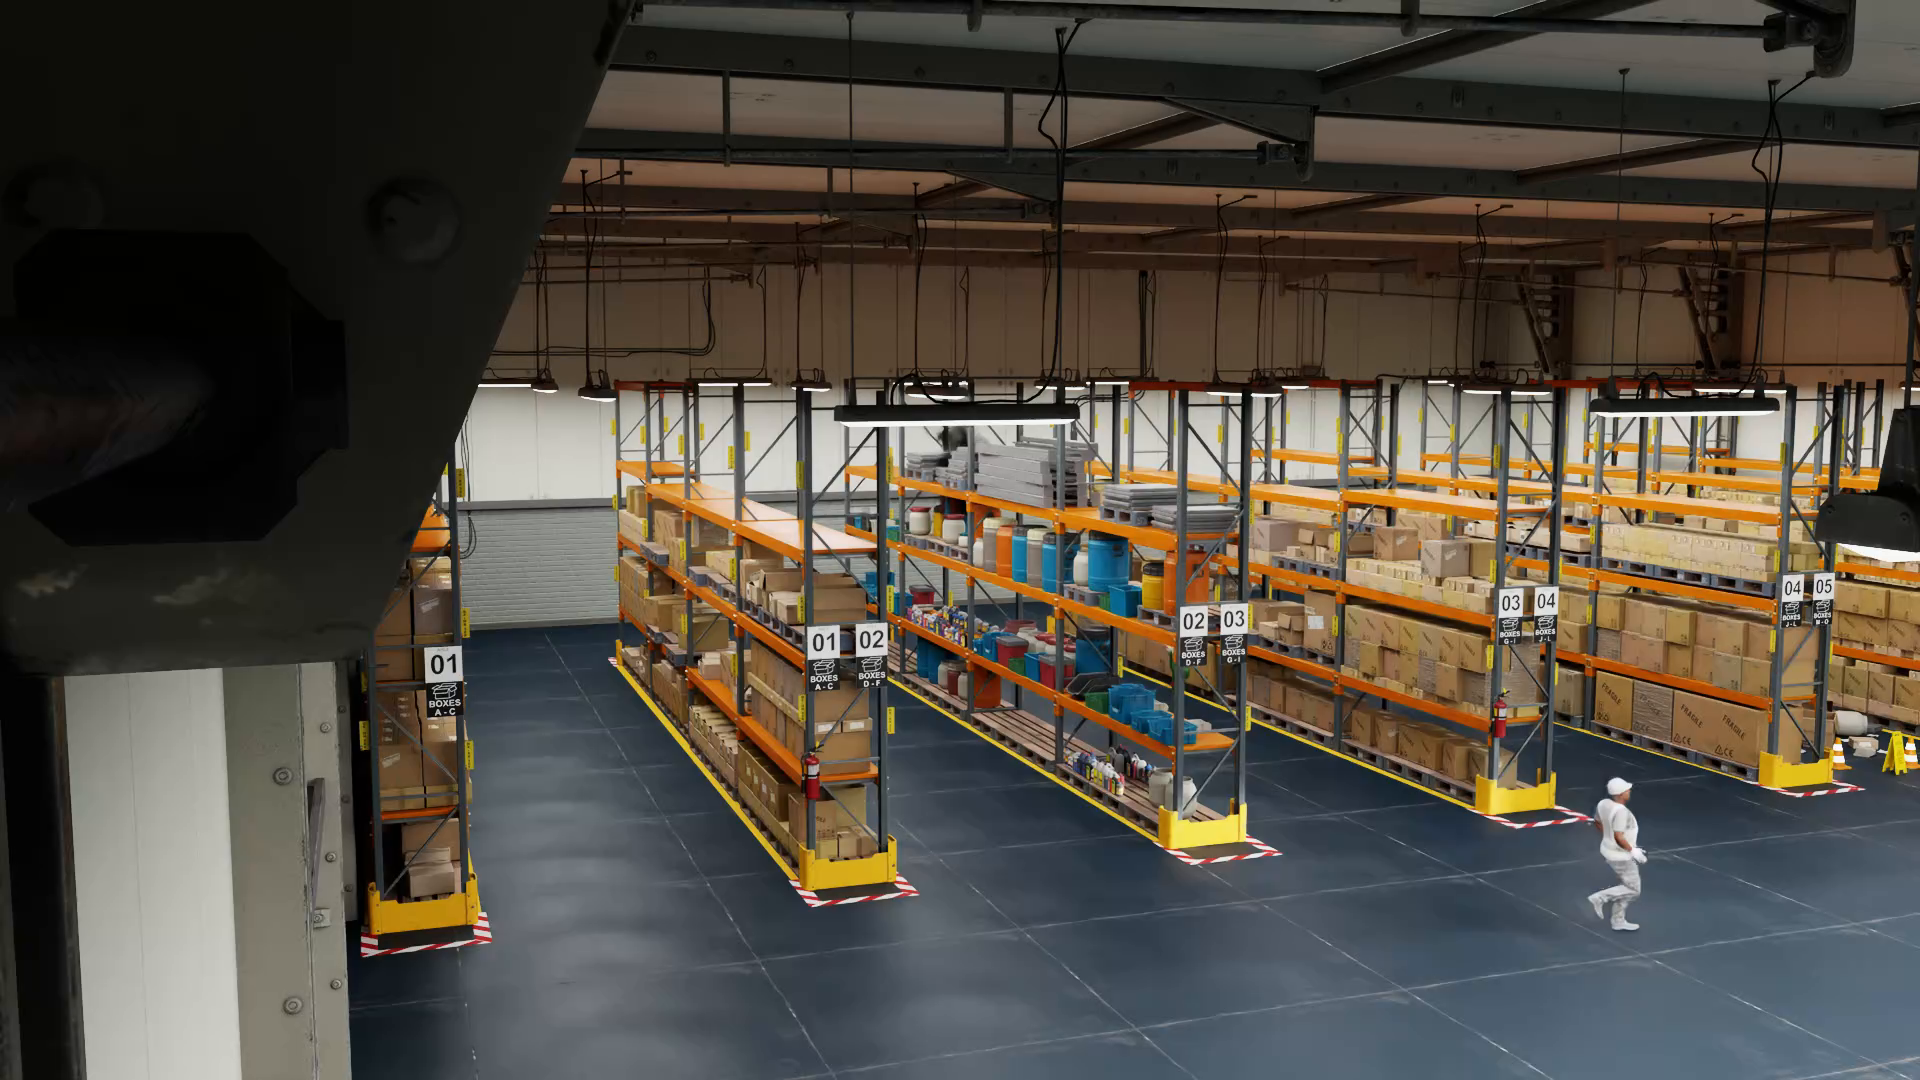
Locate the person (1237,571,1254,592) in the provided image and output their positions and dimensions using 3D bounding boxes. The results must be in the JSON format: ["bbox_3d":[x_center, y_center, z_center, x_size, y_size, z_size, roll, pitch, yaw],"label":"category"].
[{"bbox_3d":[7.053,1.126,41.290,0.536,1.721,0.672,-3,7,-23],"label":"person"}]

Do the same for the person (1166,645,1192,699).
[{"bbox_3d":[3.938,2.011,29.940,0.692,1.755,0.565,-2,6,-18],"label":"person"}]

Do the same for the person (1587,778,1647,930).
[{"bbox_3d":[7.307,3.509,18.577,0.625,1.735,0.671,0,6,0],"label":"person"}]
